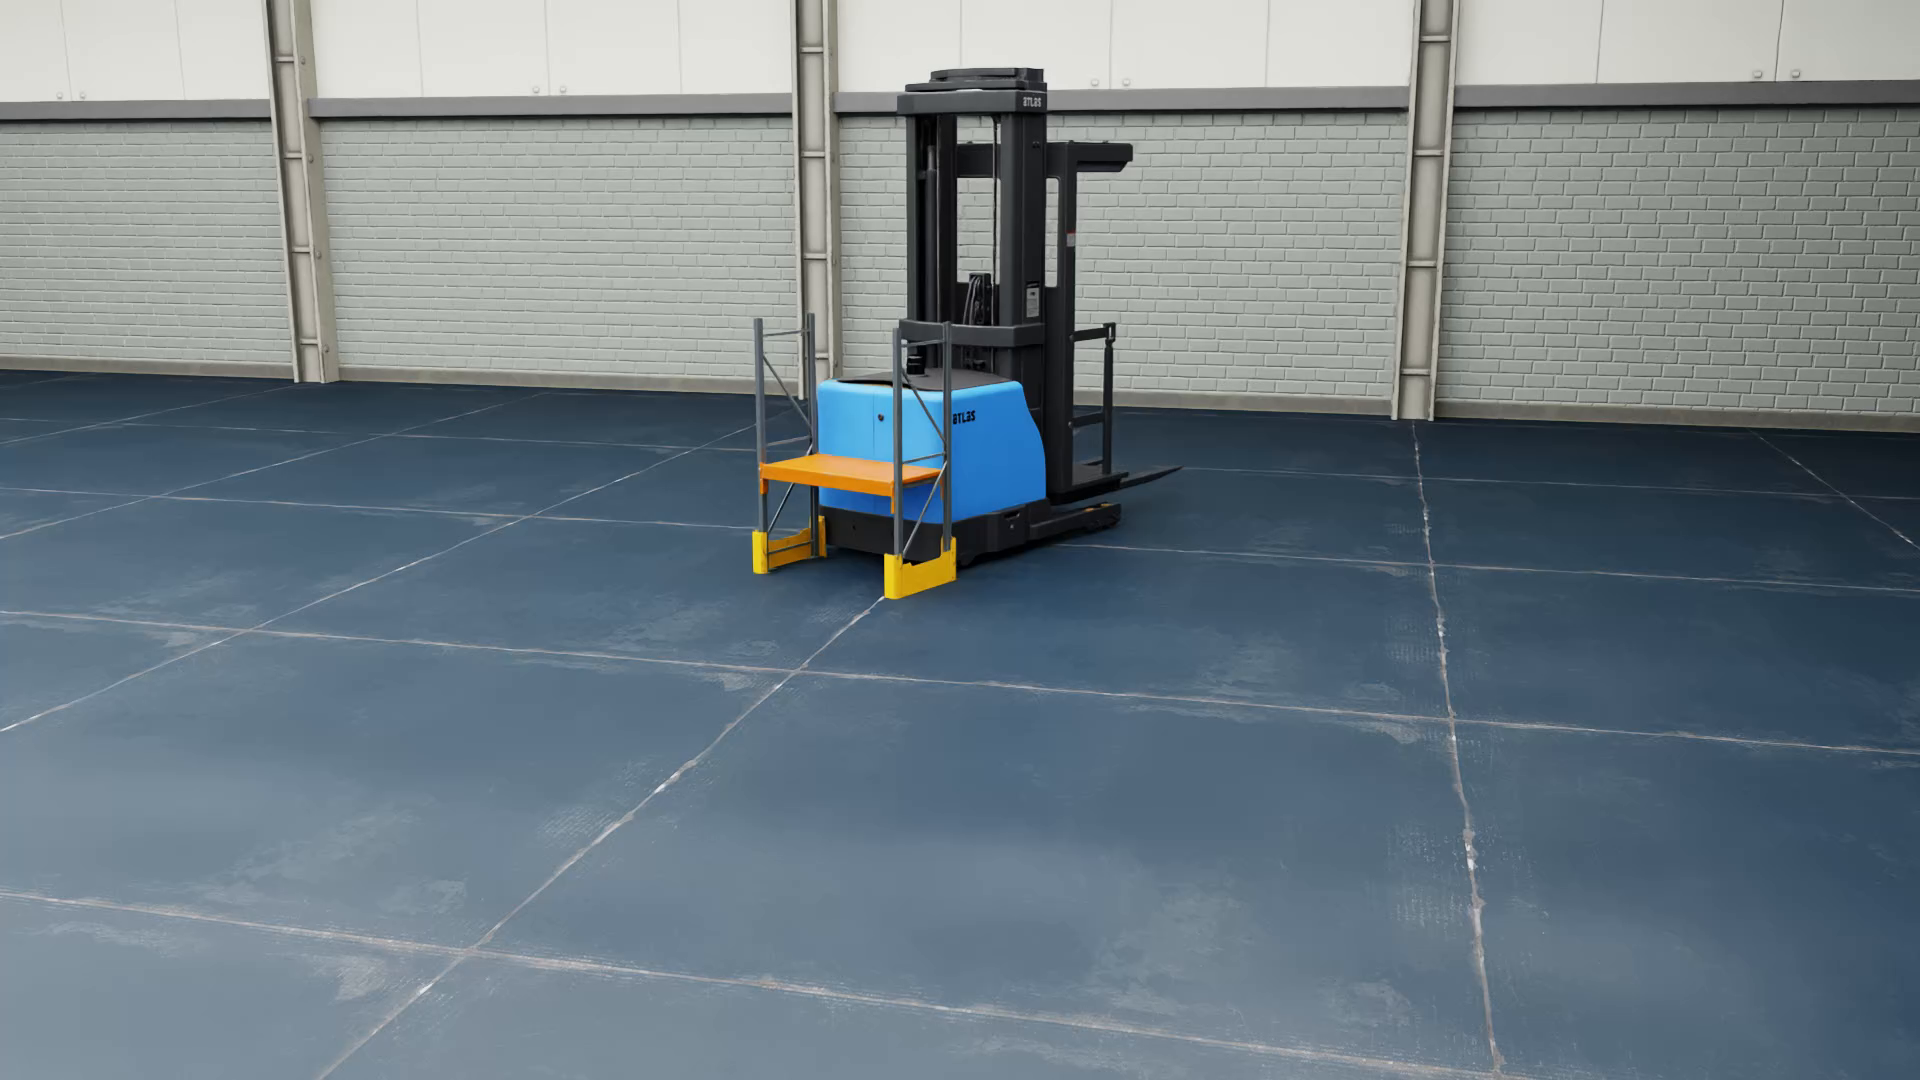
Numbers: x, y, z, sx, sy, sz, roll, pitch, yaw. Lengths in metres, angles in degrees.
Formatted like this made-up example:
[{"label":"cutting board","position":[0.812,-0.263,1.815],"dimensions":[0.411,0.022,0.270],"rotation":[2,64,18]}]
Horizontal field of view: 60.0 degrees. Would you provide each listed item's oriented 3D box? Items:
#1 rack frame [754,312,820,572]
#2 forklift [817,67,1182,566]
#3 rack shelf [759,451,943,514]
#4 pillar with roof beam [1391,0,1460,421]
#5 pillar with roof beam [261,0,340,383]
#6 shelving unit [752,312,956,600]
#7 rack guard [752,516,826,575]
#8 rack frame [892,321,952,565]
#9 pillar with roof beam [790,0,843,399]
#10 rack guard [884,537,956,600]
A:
[{"label":"rack frame","position":[-1.026,-0.583,9.900],"dimensions":[0.032,1.500,0.500],"rotation":[9,15,35]},{"label":"forklift","position":[0.422,-1.537,10.896],"dimensions":[1.130,2.935,3.031],"rotation":[10,16,37]},{"label":"rack shelf","position":[-0.616,-0.343,9.645],"dimensions":[1.000,0.185,0.538],"rotation":[9,15,35]},{"label":"pillar with roof beam","position":[3.334,-4.668,10.996],"dimensions":[0.400,9.000,9.100],"rotation":[3,13,14]},{"label":"pillar with roof beam","position":[-8.316,-5.290,13.802],"dimensions":[0.400,9.000,9.100],"rotation":[3,13,14]},{"label":"shelving unit","position":[-0.623,-0.519,9.612],"dimensions":[1.083,1.500,0.587],"rotation":[9,15,35]},{"label":"rack guard","position":[-1.025,0.027,10.034],"dimensions":[0.087,0.250,0.587],"rotation":[9,15,35]},{"label":"rack frame","position":[-0.206,-0.453,9.313],"dimensions":[0.032,1.500,0.500],"rotation":[9,15,35]},{"label":"pillar with roof beam","position":[-2.491,-4.979,12.399],"dimensions":[0.400,9.000,9.100],"rotation":[3,13,14]},{"label":"rack guard","position":[-0.221,0.155,9.460],"dimensions":[0.087,0.250,0.587],"rotation":[9,15,35]}]
